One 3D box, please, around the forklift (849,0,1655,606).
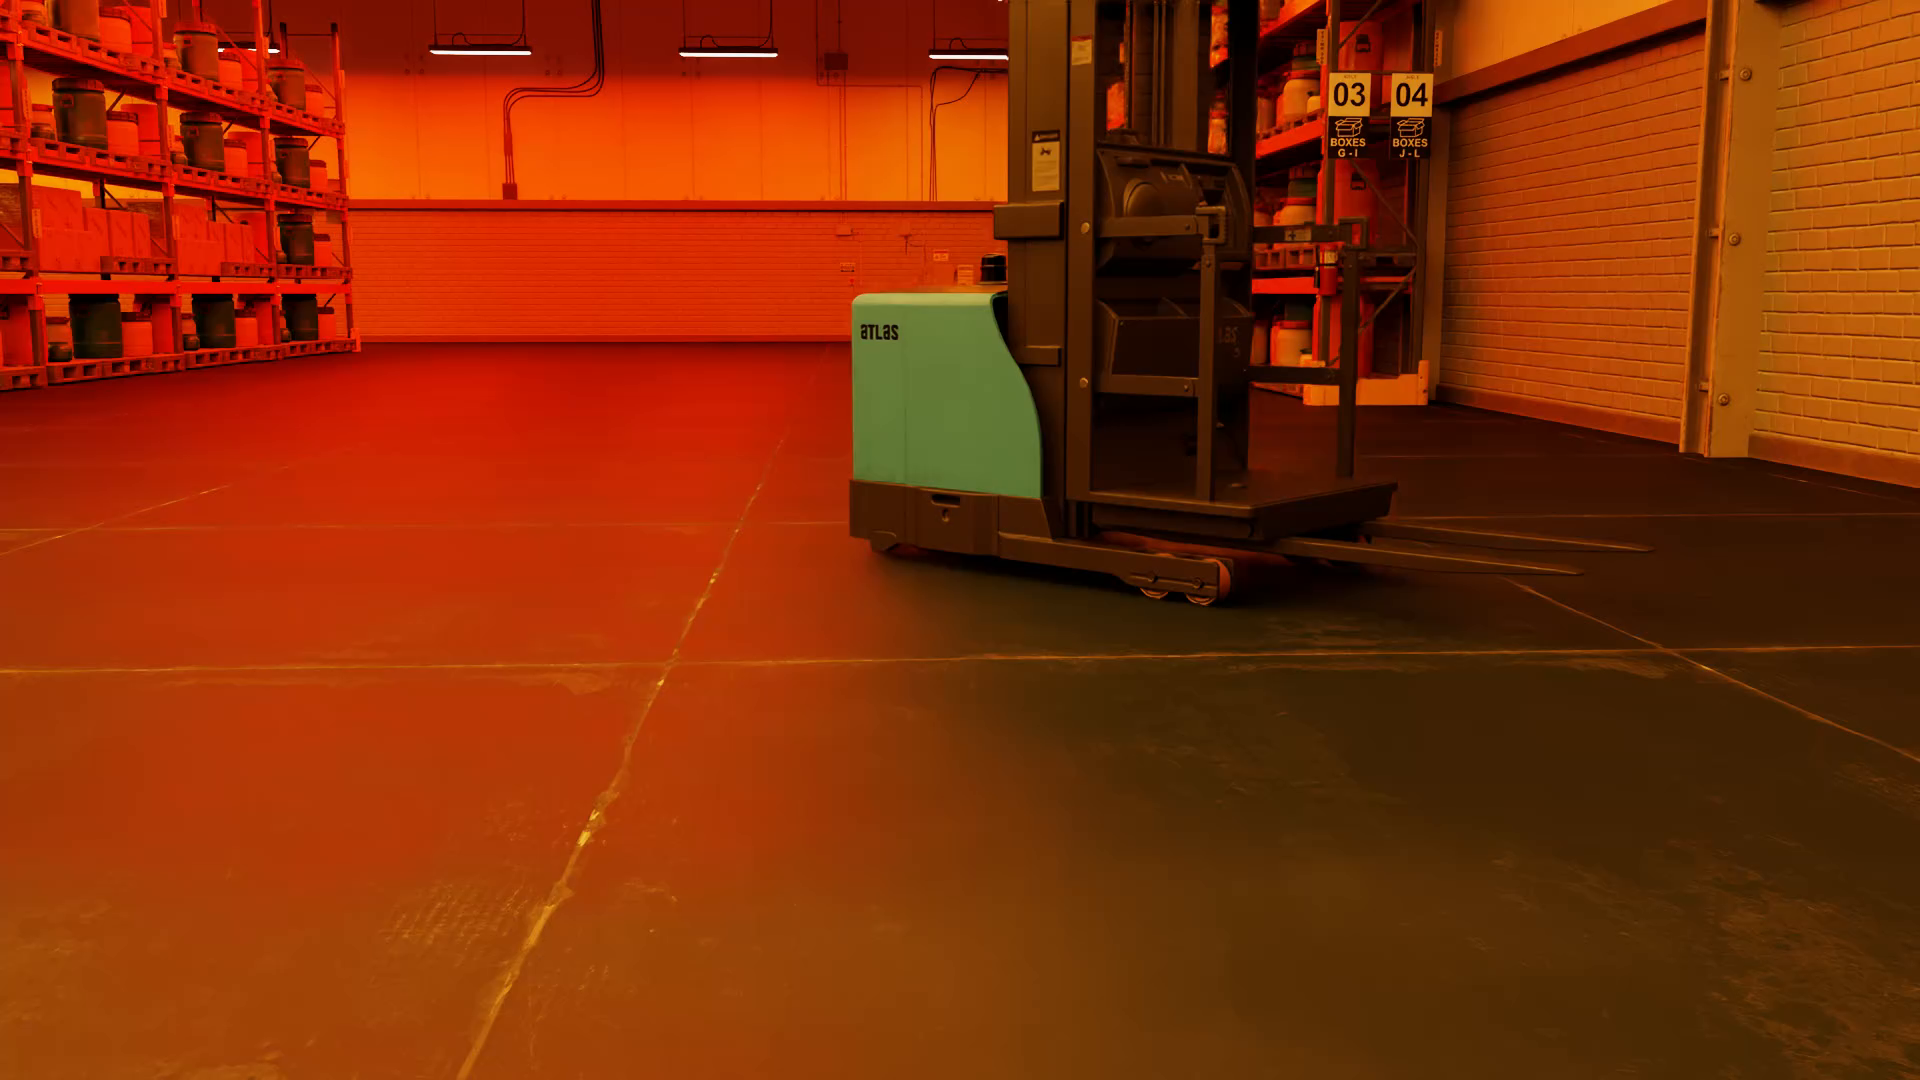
[{"bbox_3d":[0.978,-1.308,6.143,3.031,2.935,1.130,7,11,41],"label":"forklift"}]
